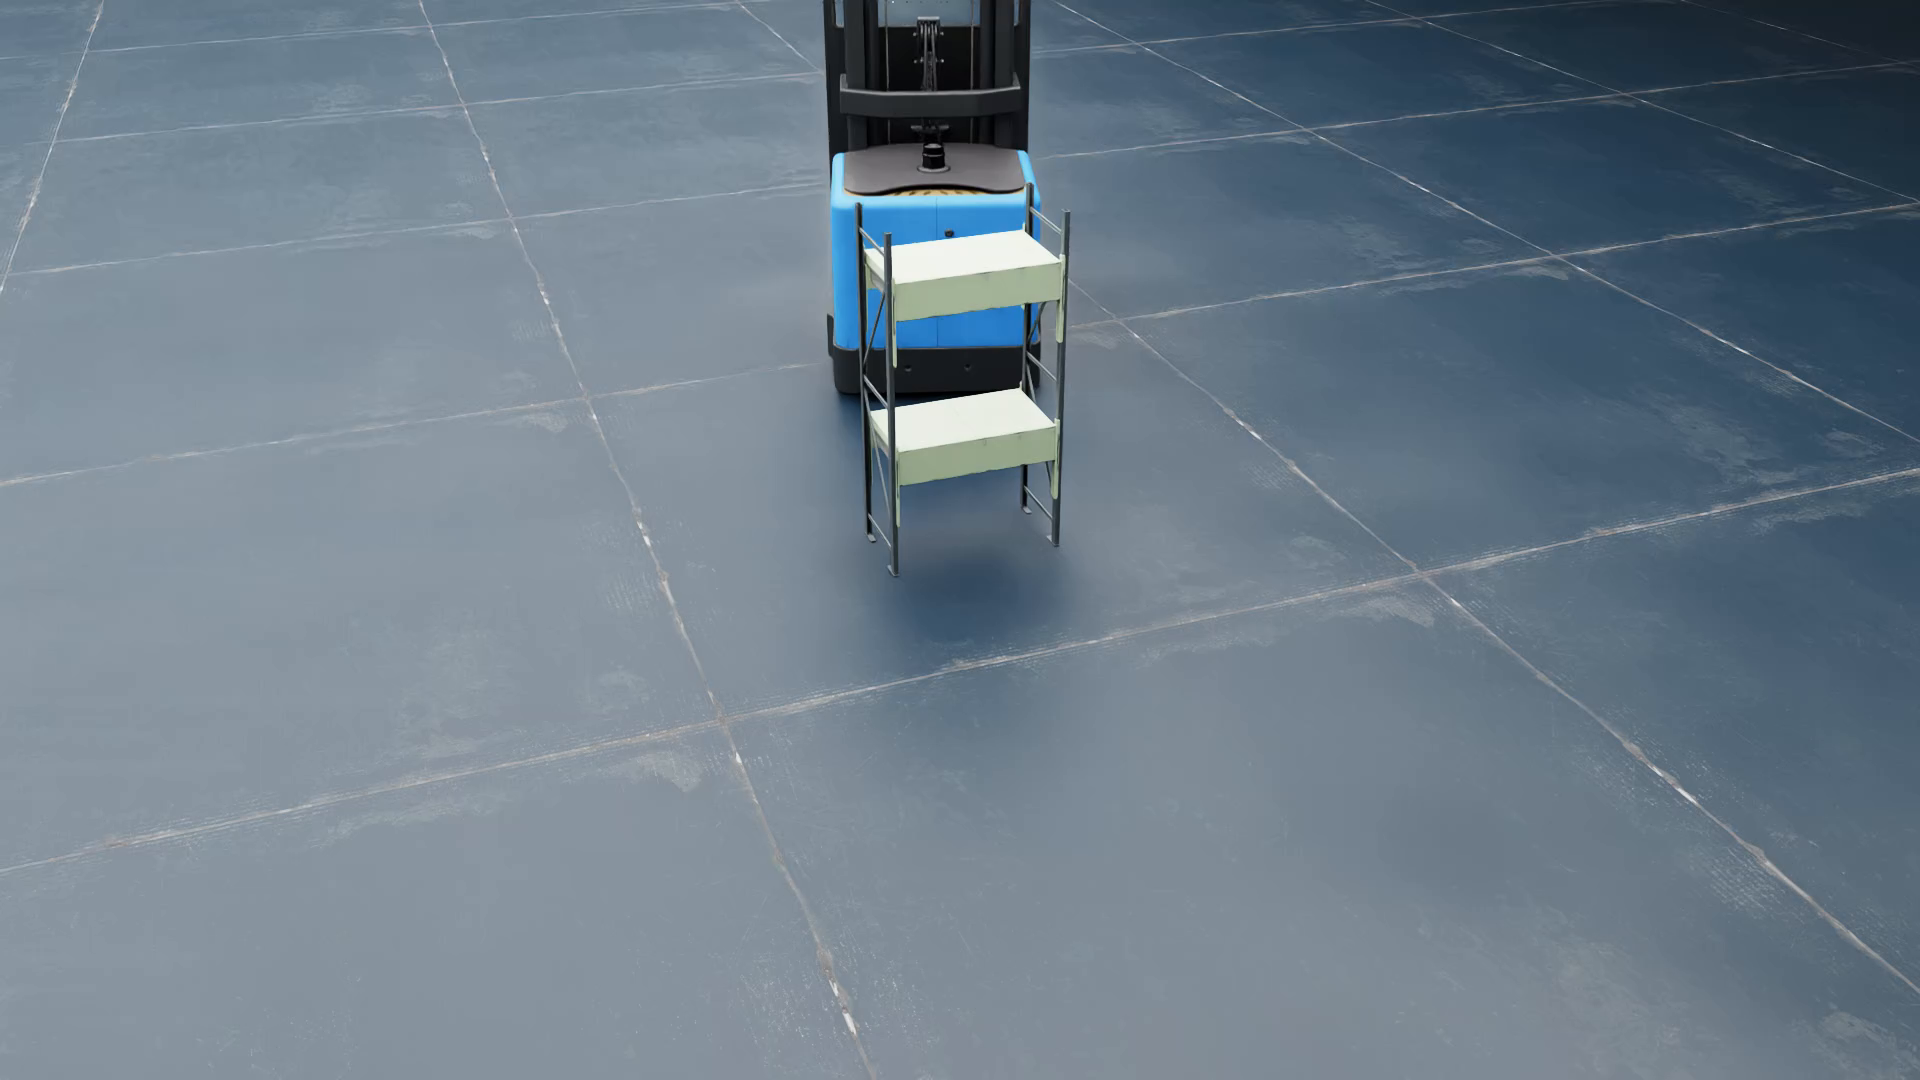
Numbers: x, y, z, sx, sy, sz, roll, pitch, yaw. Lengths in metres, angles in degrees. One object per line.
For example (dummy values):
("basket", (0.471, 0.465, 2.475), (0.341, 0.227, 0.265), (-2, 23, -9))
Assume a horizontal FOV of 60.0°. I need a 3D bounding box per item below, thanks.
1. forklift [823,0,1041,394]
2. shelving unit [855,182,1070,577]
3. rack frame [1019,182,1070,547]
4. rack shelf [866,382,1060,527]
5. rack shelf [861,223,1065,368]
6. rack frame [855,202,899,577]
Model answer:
("forklift", (-0.186, -2.709, 9.044), (1.130, 2.935, 3.031), (-1, 30, -2))
("shelving unit", (0.006, -0.653, 6.881), (0.755, 1.500, 0.431), (-10, 31, -18))
("rack frame", (0.349, -0.716, 6.992), (0.023, 1.500, 0.400), (-10, 31, -18))
("rack shelf", (0.006, -0.370, 7.042), (0.720, 0.370, 0.431), (-10, 31, -18))
("rack shelf", (0.006, -0.992, 6.688), (0.720, 0.370, 0.431), (-10, 31, -18))
("rack frame", (-0.337, -0.590, 6.770), (0.023, 1.500, 0.400), (-10, 31, -18))
